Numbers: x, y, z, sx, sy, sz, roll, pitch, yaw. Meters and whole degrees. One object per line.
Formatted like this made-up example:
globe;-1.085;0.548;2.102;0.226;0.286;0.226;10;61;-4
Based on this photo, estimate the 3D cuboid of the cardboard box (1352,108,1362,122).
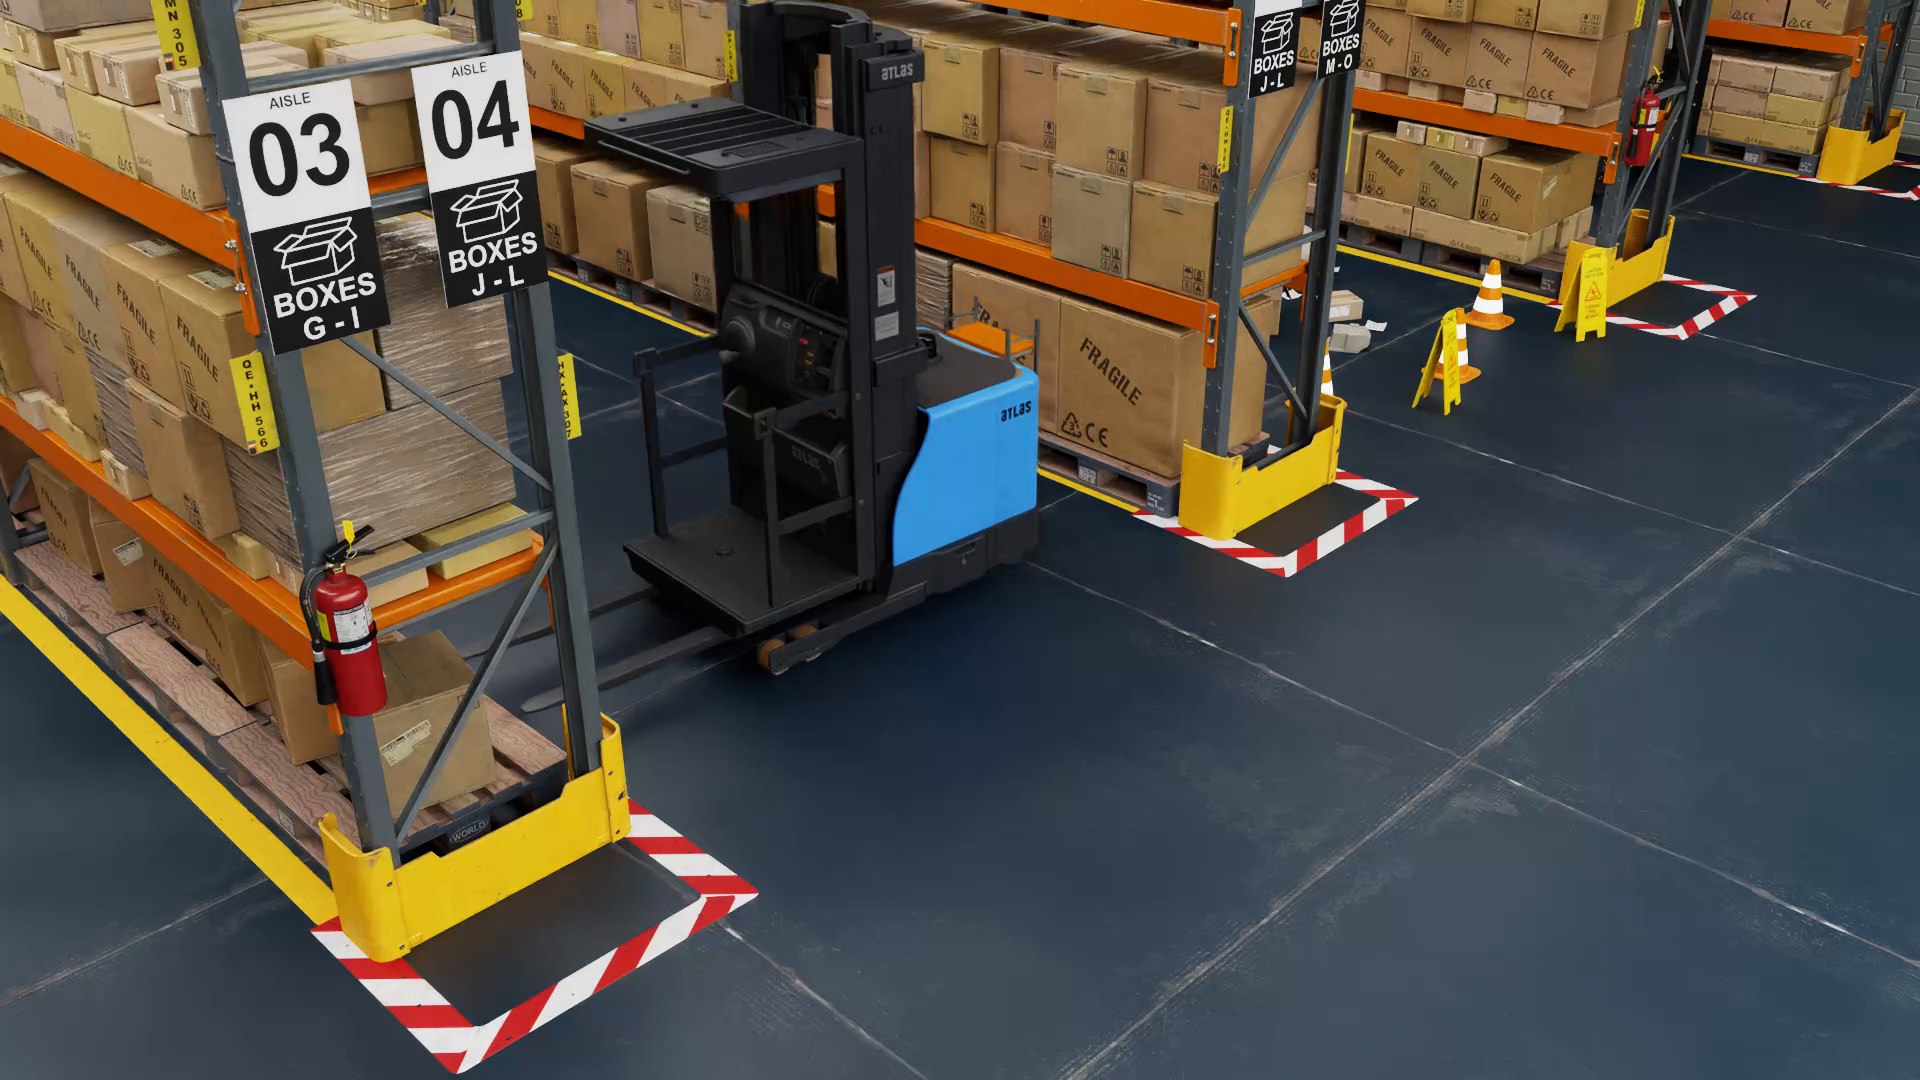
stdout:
cardboard box;3.110;-3.540;13.760;0.380;0.149;0.250;-23;35;-36

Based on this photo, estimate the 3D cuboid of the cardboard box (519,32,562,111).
cardboard box;-3.126;-3.657;12.874;0.500;0.500;0.500;25;36;38

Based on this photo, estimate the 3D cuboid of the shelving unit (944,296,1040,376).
shelving unit;0.170;-0.703;9.298;0.258;1.200;0.503;-23;35;-37

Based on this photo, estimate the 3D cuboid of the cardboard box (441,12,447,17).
cardboard box;-4.350;-4.554;14.506;0.380;0.149;0.250;-23;36;-37

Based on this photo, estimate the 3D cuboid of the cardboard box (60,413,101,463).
cardboard box;-3.657;-0.494;7.236;0.250;0.149;0.380;25;36;38

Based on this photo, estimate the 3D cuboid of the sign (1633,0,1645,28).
sign;4.719;-3.719;11.515;0.005;0.325;0.100;25;36;38

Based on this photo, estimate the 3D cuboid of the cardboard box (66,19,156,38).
cardboard box;-2.903;-1.753;5.870;0.380;0.149;0.250;-25;37;-39

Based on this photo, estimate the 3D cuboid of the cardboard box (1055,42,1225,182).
cardboard box;1.029;-2.395;9.261;0.550;0.550;0.875;25;36;38

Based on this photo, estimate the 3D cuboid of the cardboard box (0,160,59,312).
cardboard box;-3.822;-1.321;7.039;0.500;0.500;0.500;25;36;38

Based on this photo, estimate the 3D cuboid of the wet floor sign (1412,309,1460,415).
wet floor sign;3.132;-1.174;10.789;0.232;0.644;0.267;18;33;30

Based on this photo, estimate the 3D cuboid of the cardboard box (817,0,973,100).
cardboard box;-0.416;-3.145;10.687;0.550;0.550;0.875;25;36;38

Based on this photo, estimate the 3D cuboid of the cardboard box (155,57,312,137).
cardboard box;-2.243;-1.380;5.161;0.250;0.149;0.380;25;36;38

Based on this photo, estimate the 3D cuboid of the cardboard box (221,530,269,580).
cardboard box;-2.566;-0.015;6.325;0.250;0.149;0.380;25;36;38

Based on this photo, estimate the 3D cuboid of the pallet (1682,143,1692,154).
pallet;7.159;-4.292;17.185;1.213;0.211;1.003;25;36;38

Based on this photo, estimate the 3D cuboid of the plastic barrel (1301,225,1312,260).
plastic barrel;2.588;-2.275;13.122;0.512;0.421;0.421;-3;28;-5

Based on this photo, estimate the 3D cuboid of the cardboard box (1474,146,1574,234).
cardboard box;4.368;-2.719;12.896;0.500;0.500;0.500;25;37;39

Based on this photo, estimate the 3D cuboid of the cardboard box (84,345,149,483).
cardboard box;-2.966;-0.620;6.780;0.500;0.500;0.875;25;36;38

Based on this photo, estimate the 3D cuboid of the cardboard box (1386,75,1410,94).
cardboard box;3.629;-3.689;13.312;0.250;0.149;0.380;25;36;38

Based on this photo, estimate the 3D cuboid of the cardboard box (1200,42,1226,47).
cardboard box;2.388;-4.489;14.137;0.500;0.500;0.500;24;36;38

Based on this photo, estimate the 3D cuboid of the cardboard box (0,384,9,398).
cardboard box;-4.369;-0.821;7.858;0.250;0.149;0.380;25;36;38

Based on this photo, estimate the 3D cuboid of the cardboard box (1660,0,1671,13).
cardboard box;6.969;-5.510;16.398;0.500;0.500;0.500;25;37;39

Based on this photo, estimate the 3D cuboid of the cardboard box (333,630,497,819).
cardboard box;-2.259;0.756;6.824;0.500;0.500;0.500;-18;33;-30

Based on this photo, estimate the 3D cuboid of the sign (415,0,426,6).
sign;-4.355;-4.473;13.374;0.005;0.325;0.100;25;36;38

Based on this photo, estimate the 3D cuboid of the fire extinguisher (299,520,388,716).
fire extinguisher;-2.067;0.269;5.598;0.183;0.674;0.296;25;36;38

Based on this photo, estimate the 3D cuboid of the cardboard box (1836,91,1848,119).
cardboard box;8.410;-4.305;16.180;0.500;0.250;0.500;-25;36;-38

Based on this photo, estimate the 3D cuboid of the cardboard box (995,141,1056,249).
cardboard box;0.708;-2.137;9.930;0.550;0.550;0.875;25;36;38

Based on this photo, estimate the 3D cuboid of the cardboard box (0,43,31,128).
cardboard box;-3.428;-1.784;6.357;0.500;0.250;0.500;24;36;38

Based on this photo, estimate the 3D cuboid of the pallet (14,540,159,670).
pallet;-4.174;0.181;8.678;1.213;0.211;1.003;25;36;38

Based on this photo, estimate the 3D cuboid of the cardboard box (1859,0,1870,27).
cardboard box;8.441;-5.190;15.791;0.500;0.500;0.500;-24;36;-38

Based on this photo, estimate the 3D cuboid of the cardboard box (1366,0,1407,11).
cardboard box;3.555;-4.465;13.018;0.500;0.500;0.700;24;36;38

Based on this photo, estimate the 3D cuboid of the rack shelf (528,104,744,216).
rack shelf;-2.555;-3.207;12.900;4.000;0.370;1.077;25;36;38

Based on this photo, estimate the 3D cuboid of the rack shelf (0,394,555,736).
rack shelf;-3.252;-0.289;7.350;4.000;0.370;1.077;25;36;38

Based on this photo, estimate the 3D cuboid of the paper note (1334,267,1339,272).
paper note;2.964;-2.177;13.356;0.148;0.019;0.142;12;30;22

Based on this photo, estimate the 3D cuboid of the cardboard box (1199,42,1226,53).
cardboard box;2.269;-4.229;14.339;0.250;0.149;0.380;24;36;38

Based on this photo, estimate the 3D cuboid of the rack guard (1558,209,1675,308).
rack guard;5.068;-2.162;12.825;0.348;0.500;1.175;25;36;38

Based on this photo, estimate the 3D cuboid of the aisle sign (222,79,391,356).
aisle sign;-1.992;-0.986;5.109;0.004;0.787;0.394;25;36;38

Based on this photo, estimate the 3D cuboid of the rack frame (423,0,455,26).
rack frame;-3.981;-4.178;13.973;0.127;3.000;1.000;25;36;38

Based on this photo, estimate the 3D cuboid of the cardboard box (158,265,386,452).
cardboard box;-2.391;-0.671;5.802;0.500;0.500;0.500;25;36;38

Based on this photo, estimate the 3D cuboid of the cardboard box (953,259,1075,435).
cardboard box;0.565;-1.299;10.330;0.875;0.875;0.875;24;36;38

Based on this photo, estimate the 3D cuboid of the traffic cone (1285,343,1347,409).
traffic cone;2.340;-1.090;10.825;0.334;0.463;0.336;25;36;38

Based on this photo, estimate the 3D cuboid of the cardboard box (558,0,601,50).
cardboard box;-2.574;-4.018;12.486;0.500;0.500;0.700;24;36;38

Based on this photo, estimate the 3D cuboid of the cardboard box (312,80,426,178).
cardboard box;-1.988;-1.459;5.740;0.500;0.250;0.500;-24;36;-38

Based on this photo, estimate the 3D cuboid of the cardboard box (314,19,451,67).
cardboard box;-1.977;-1.676;5.724;0.380;0.149;0.250;-24;36;-38

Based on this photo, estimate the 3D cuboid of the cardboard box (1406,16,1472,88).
cardboard box;3.834;-3.835;12.893;0.500;0.500;0.500;24;36;38

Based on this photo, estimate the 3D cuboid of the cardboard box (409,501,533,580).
cardboard box;-1.862;-0.016;6.327;0.250;0.149;0.380;25;36;38

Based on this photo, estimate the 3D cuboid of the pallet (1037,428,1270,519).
pallet;1.099;-0.569;10.105;1.213;0.211;1.003;25;36;38

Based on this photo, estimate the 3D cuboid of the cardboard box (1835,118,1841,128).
cardboard box;8.386;-4.086;16.302;0.500;0.250;0.500;25;37;39

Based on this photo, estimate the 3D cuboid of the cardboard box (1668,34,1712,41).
cardboard box;7.321;-5.021;17.006;0.500;0.250;0.500;24;36;37

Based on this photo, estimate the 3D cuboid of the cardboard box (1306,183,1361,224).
cardboard box;3.270;-2.893;14.032;0.500;0.250;0.500;24;36;38

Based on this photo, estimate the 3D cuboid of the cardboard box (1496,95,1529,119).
cardboard box;4.279;-3.320;12.611;0.250;0.149;0.380;24;36;38

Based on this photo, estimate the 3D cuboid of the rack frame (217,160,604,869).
rack frame;-1.826;0.045;5.941;0.127;3.000;1.000;25;36;38

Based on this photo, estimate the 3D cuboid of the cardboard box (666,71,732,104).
cardboard box;-1.688;-2.999;11.623;0.500;0.500;0.500;24;36;38

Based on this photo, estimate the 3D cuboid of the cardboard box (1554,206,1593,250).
cardboard box;4.741;-2.568;13.413;0.500;0.250;0.500;24;36;38

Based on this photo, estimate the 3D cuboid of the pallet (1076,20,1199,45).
pallet;1.827;-4.762;15.289;1.213;0.211;1.003;25;36;38

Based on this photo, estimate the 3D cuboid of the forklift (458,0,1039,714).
forklift;-1.007;-0.924;7.858;3.031;2.935;1.130;-23;35;-36

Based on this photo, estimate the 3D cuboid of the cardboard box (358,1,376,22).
cardboard box;-4.844;-4.481;14.049;0.380;0.149;0.250;-24;36;-37

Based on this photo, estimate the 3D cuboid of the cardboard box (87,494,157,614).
cardboard box;-4.007;-0.012;8.284;0.500;0.500;0.500;-13;31;-24

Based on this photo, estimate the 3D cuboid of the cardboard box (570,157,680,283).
cardboard box;-2.320;-2.552;12.847;0.750;0.750;1.050;25;36;38

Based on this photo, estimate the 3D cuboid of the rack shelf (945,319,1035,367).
rack shelf;0.170;-1.051;9.115;0.258;0.148;0.480;-23;35;-37
